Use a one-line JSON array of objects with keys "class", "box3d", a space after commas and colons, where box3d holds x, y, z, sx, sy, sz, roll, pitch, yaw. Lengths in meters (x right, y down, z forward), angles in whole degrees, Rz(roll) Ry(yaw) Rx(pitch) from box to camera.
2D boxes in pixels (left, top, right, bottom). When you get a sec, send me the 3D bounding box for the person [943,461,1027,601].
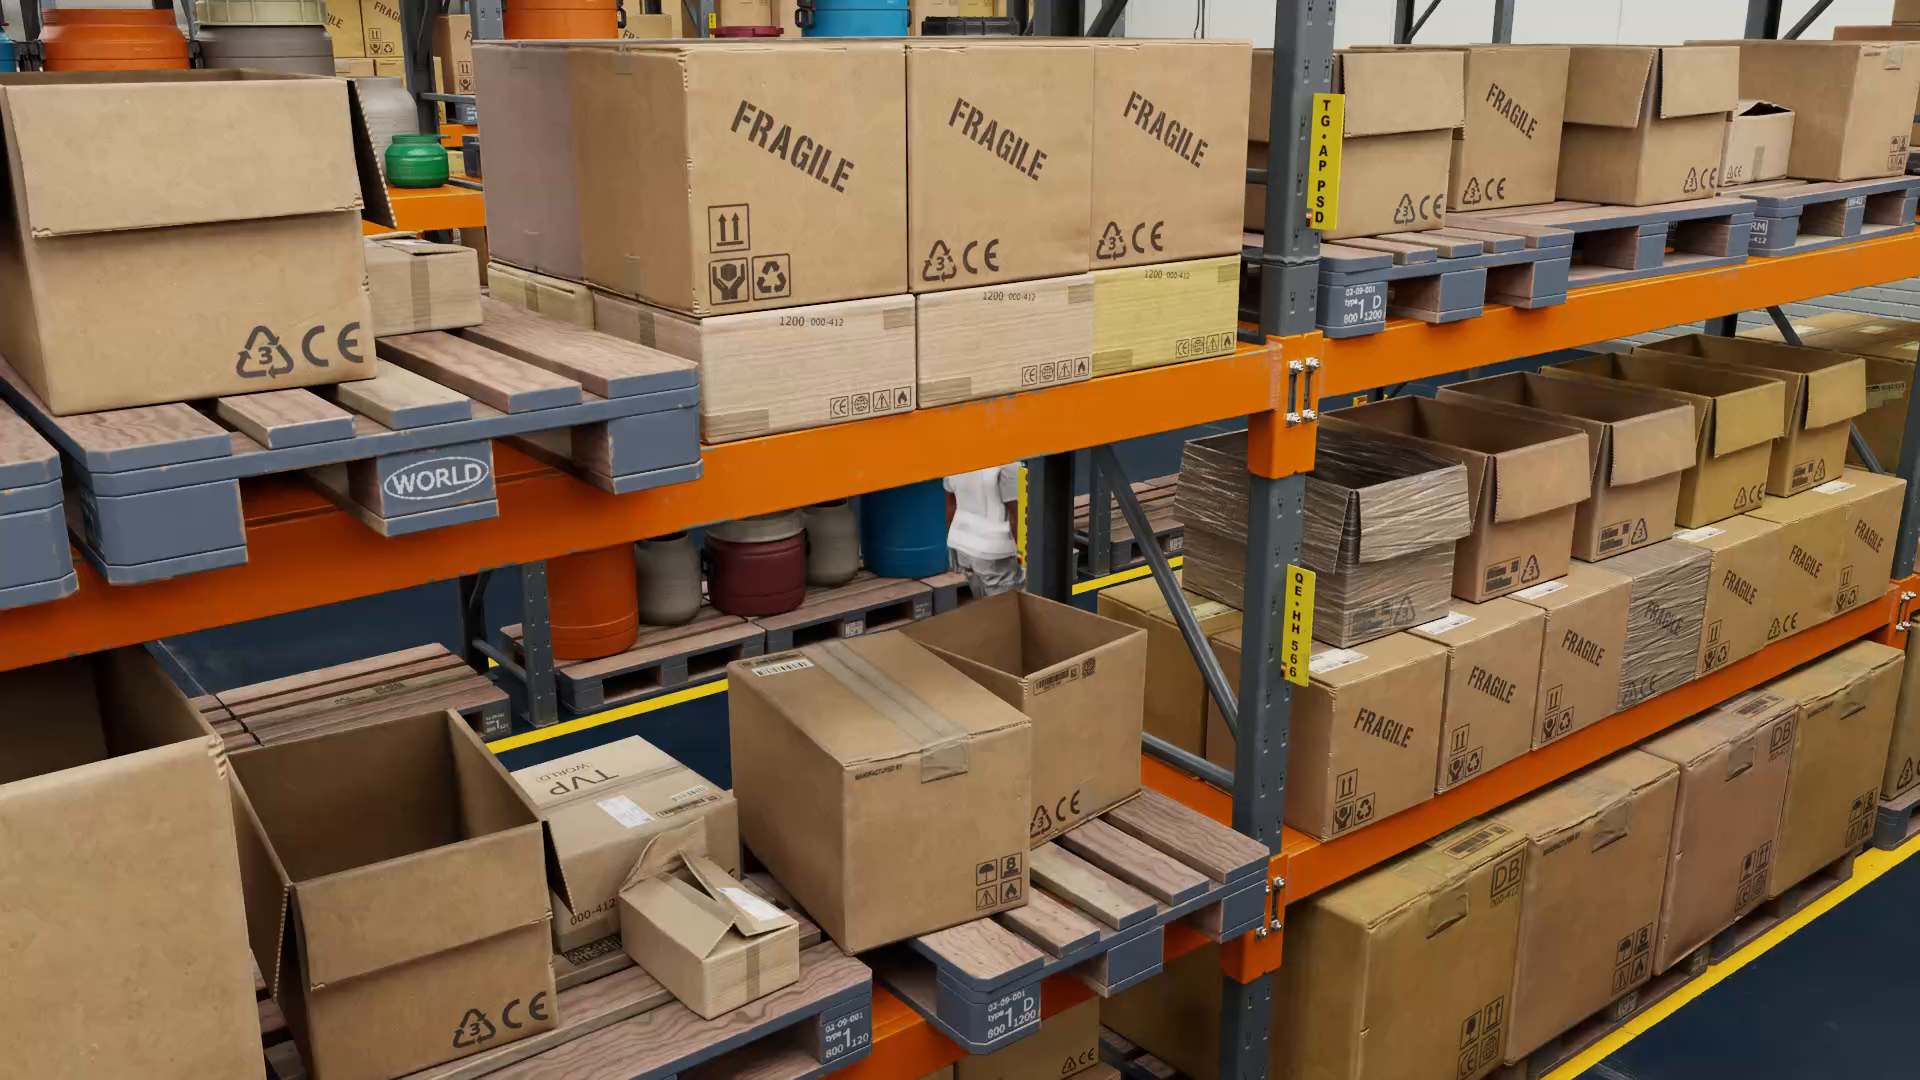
[{"class": "person", "box3d": [0.080, 0.041, 8.752, 0.607, 1.712, 0.561, -16, 23, -41]}]
